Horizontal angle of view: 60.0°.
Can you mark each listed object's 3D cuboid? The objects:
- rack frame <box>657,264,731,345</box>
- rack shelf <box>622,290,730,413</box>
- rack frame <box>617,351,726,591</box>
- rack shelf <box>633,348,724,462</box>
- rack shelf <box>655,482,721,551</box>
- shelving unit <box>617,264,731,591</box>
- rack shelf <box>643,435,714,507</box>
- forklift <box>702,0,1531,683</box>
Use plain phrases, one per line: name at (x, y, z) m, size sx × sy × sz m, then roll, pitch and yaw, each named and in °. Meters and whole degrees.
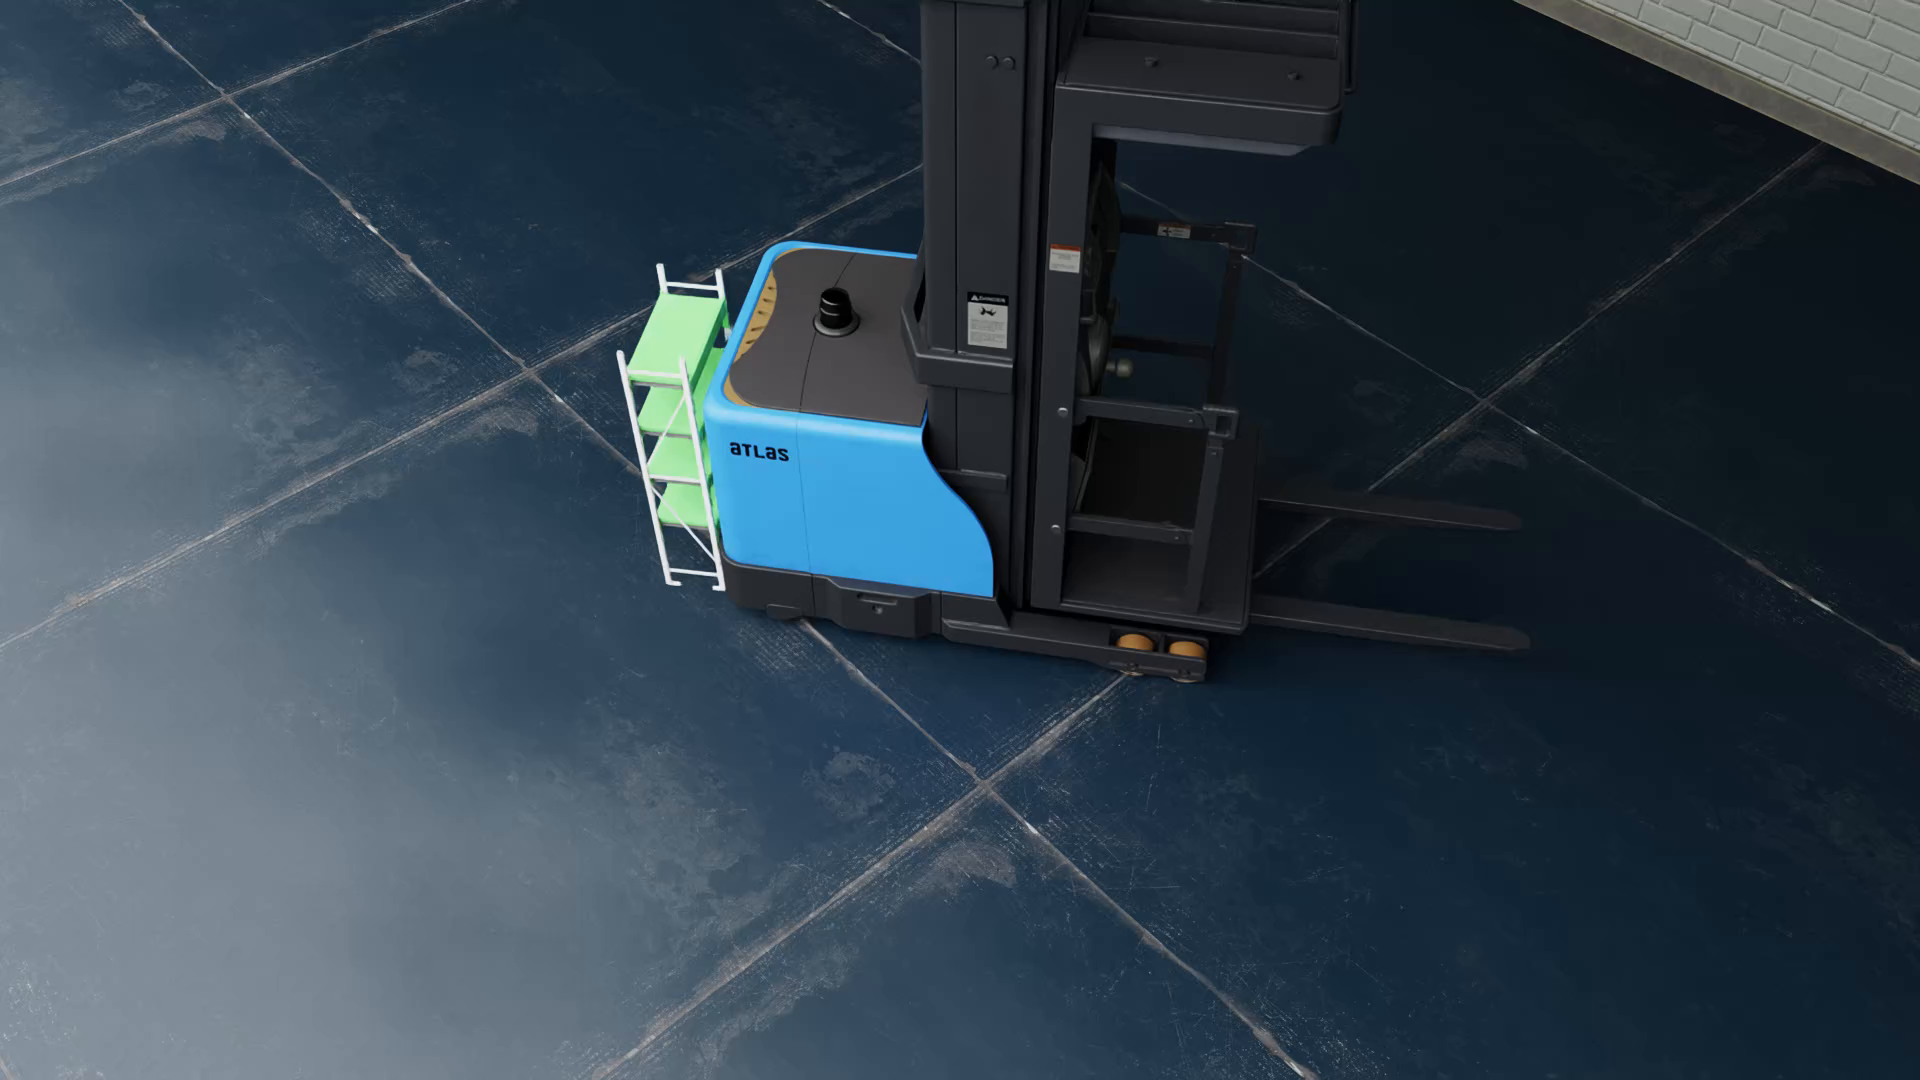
rack frame at (-0.973, -0.579, 6.465) m, size 0.240 × 1.200 × 0.015 m, roll 6°, pitch 48°, yaw 7°
rack shelf at (-1.018, -0.685, 5.997) m, size 0.258 × 0.148 × 0.480 m, roll 6°, pitch 48°, yaw 7°
rack frame at (-1.051, -0.225, 6.138) m, size 0.240 × 1.200 × 0.015 m, roll 6°, pitch 48°, yaw 7°
rack shelf at (-1.015, -0.522, 6.172) m, size 0.258 × 0.148 × 0.480 m, roll 6°, pitch 48°, yaw 7°
rack shelf at (-1.008, -0.195, 6.524) m, size 0.258 × 0.148 × 0.480 m, roll 6°, pitch 48°, yaw 7°
shelving unit at (-1.012, -0.402, 6.302) m, size 0.258 × 1.200 × 0.503 m, roll 6°, pitch 48°, yaw 7°
rack shelf at (-1.011, -0.358, 6.348) m, size 0.258 × 0.148 × 0.480 m, roll 6°, pitch 48°, yaw 7°
forklift at (0.657, -0.883, 5.570) m, size 3.031 × 2.935 × 1.130 m, roll 7°, pitch 48°, yaw 7°
